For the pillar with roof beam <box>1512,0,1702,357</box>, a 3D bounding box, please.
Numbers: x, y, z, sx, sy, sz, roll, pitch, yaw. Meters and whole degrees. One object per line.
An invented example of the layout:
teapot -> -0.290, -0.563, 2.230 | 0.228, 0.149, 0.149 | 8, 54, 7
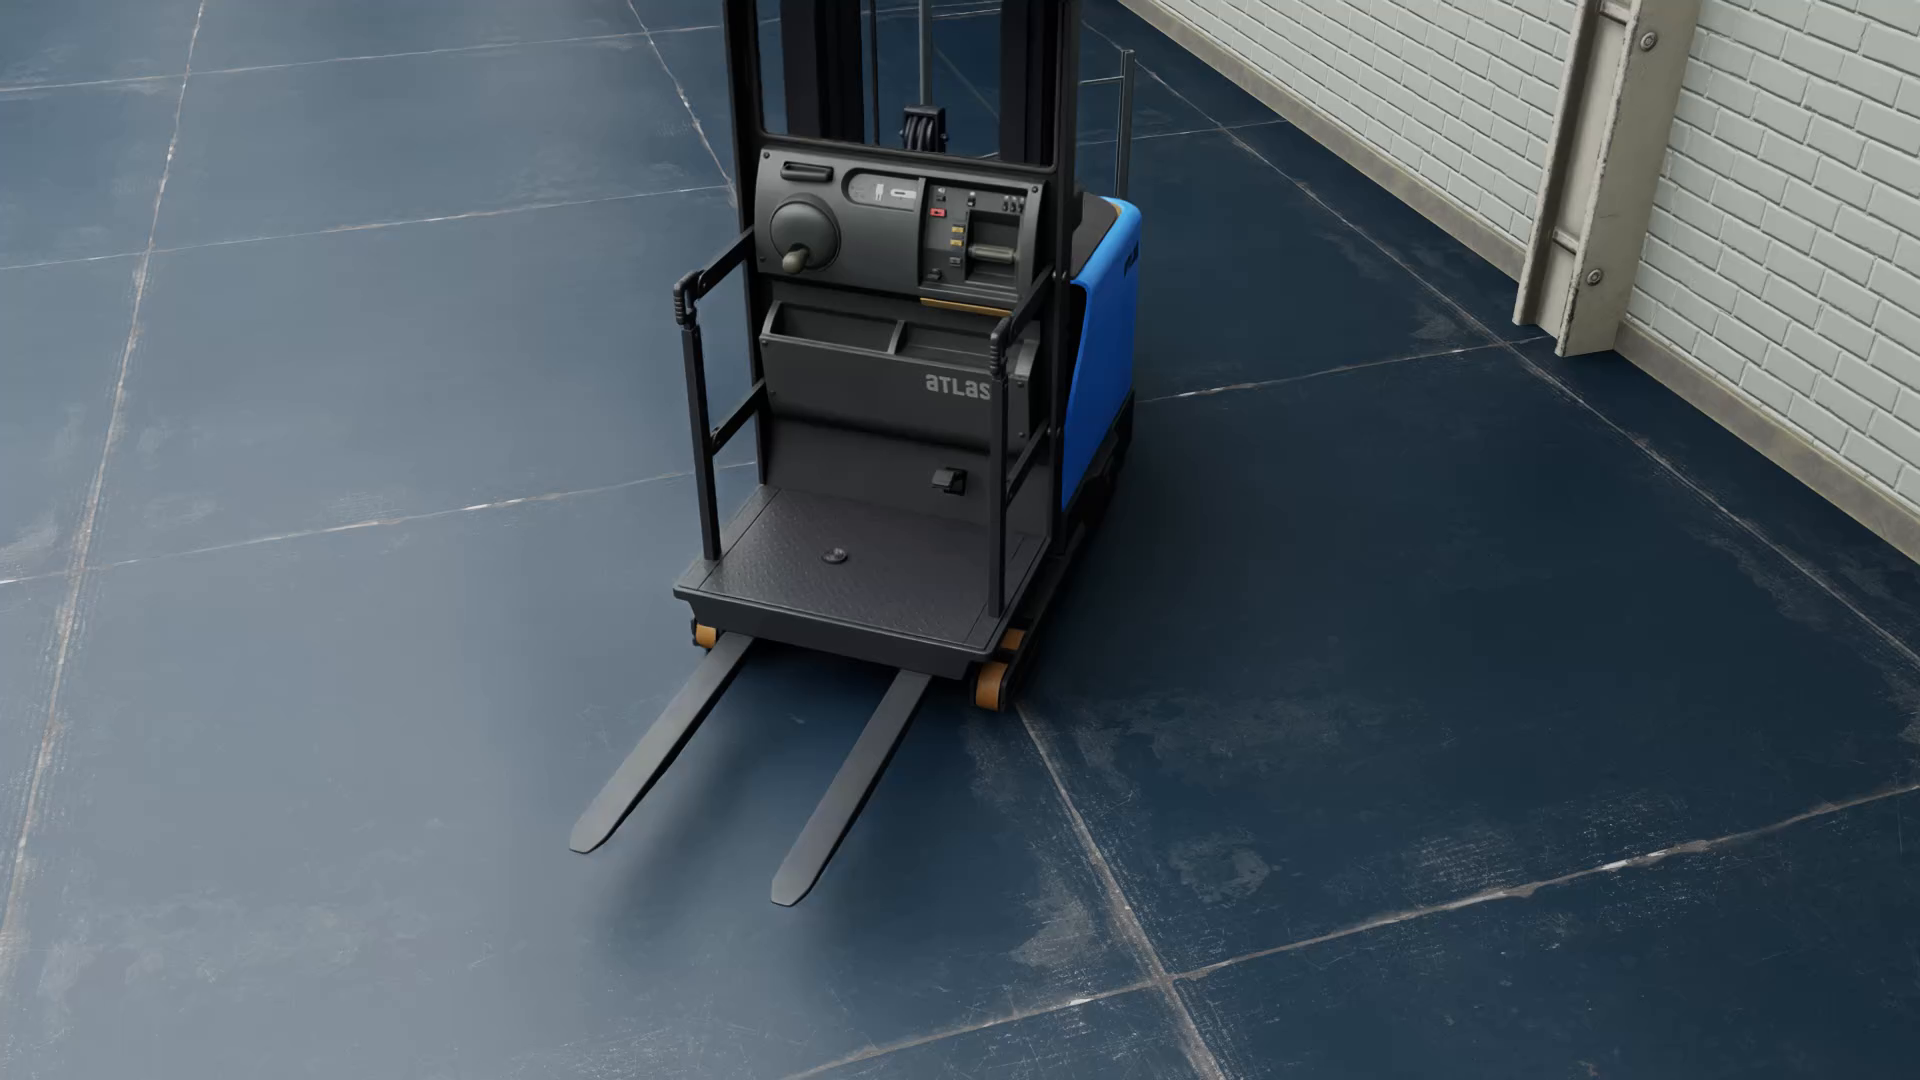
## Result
pillar with roof beam -> -1.303, -3.984, 4.116 | 9.100, 9.000, 0.400 | -10, 35, -15

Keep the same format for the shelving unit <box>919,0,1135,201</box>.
shelving unit -> 0.249, -1.459, 7.098 | 0.538, 1.500, 1.048 | -12, 35, -17

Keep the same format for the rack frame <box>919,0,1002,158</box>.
rack frame -> 0.067, -1.721, 7.493 | 0.500, 1.500, 0.032 | -12, 35, -17

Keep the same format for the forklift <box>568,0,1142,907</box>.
forklift -> -0.267, -0.919, 4.982 | 1.130, 2.935, 3.031 | 11, 35, 16

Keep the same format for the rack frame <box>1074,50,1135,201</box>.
rack frame -> 0.432, -1.197, 6.702 | 0.500, 1.500, 0.032 | -12, 35, -17
